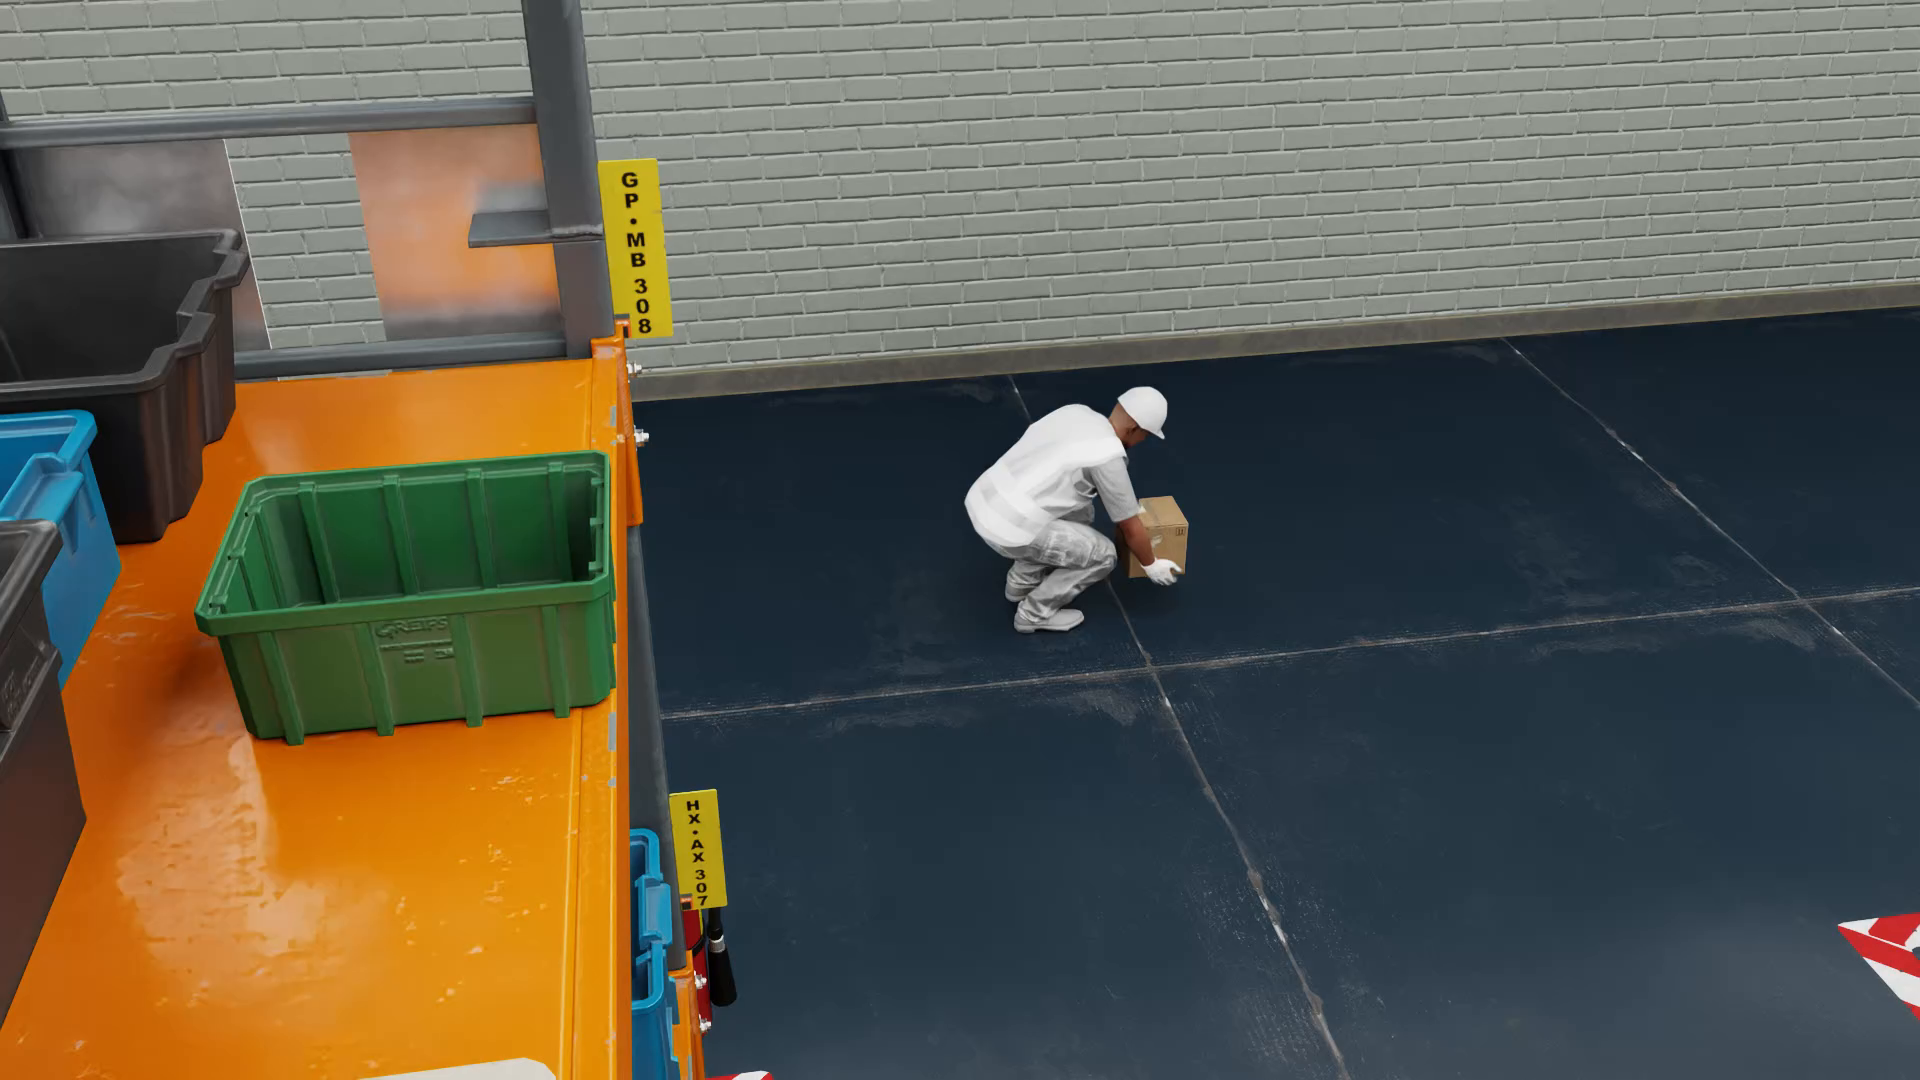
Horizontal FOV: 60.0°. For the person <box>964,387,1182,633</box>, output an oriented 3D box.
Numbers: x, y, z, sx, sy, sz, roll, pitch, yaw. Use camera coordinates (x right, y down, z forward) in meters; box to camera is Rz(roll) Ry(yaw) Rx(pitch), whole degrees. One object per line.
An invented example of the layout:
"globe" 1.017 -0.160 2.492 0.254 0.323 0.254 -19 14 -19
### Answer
"person" 0.476 -0.155 7.141 0.911 1.014 0.575 -5 31 -9
